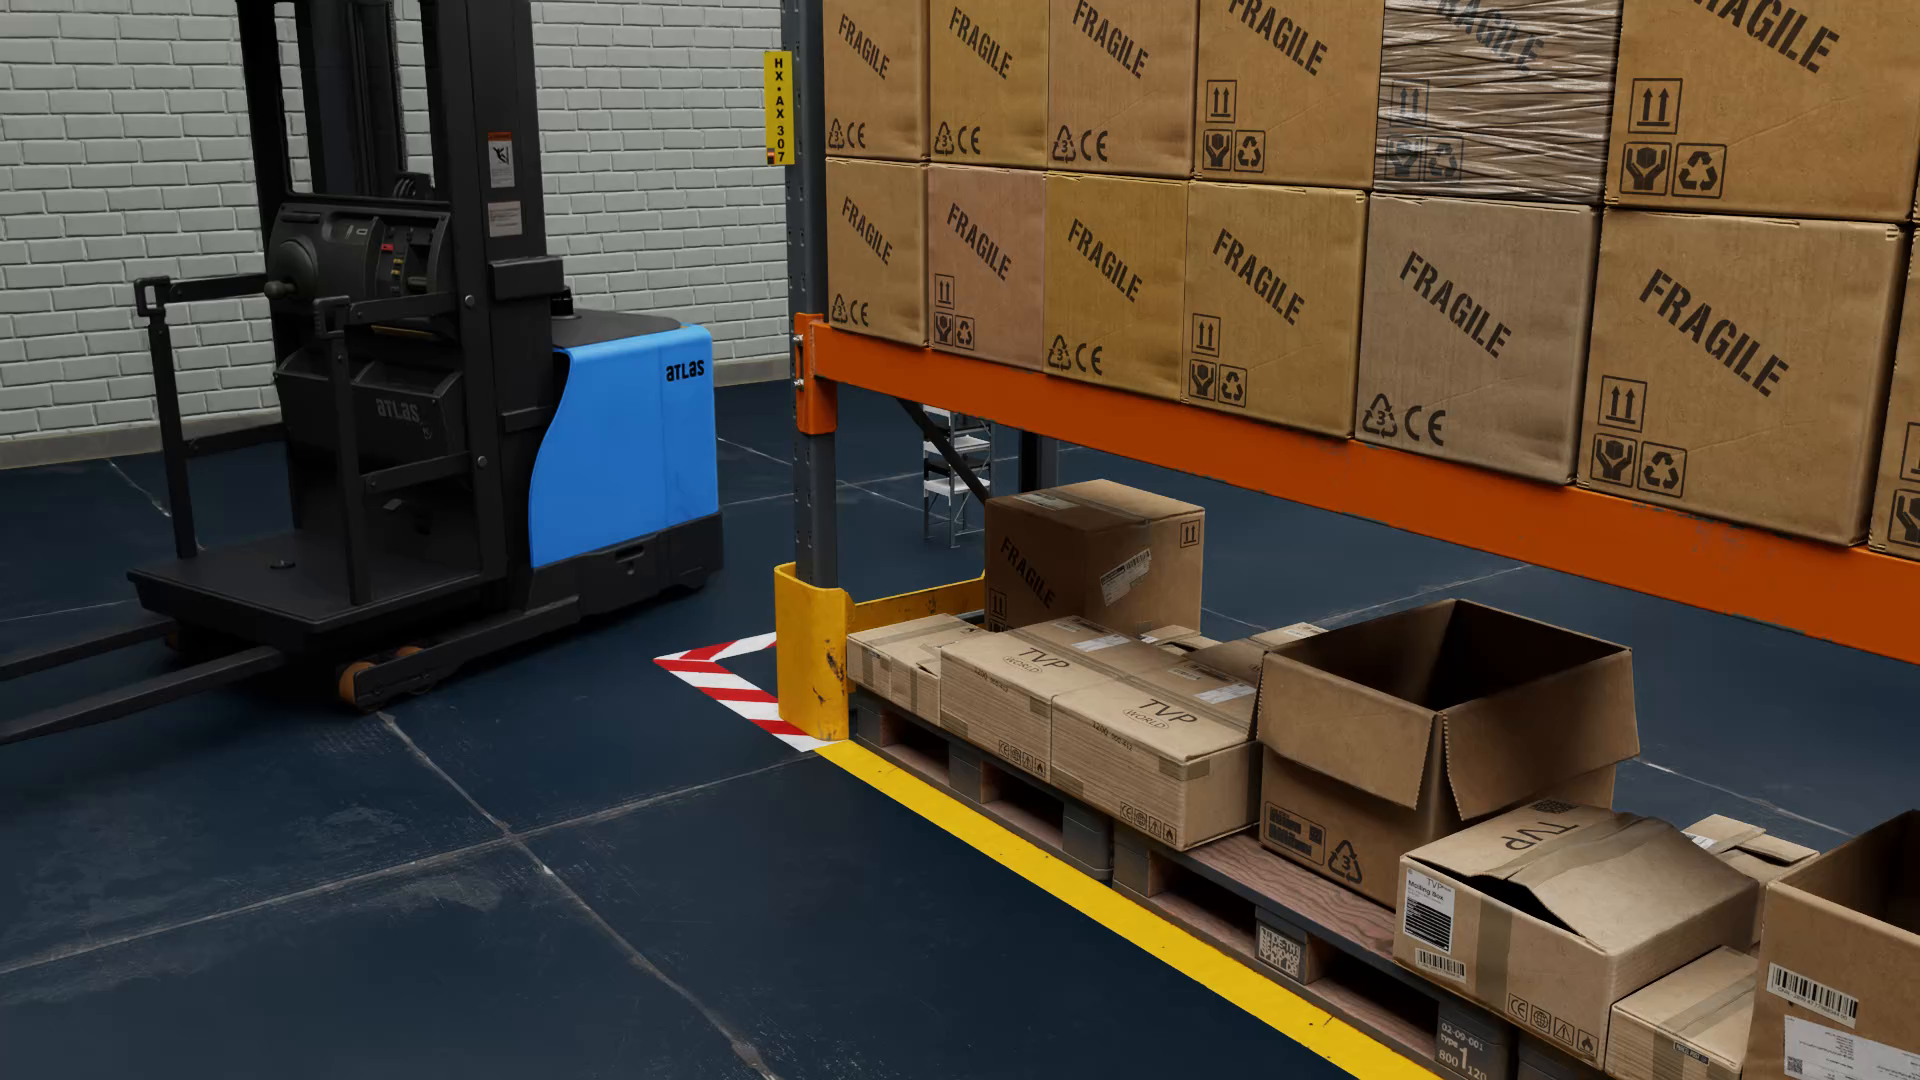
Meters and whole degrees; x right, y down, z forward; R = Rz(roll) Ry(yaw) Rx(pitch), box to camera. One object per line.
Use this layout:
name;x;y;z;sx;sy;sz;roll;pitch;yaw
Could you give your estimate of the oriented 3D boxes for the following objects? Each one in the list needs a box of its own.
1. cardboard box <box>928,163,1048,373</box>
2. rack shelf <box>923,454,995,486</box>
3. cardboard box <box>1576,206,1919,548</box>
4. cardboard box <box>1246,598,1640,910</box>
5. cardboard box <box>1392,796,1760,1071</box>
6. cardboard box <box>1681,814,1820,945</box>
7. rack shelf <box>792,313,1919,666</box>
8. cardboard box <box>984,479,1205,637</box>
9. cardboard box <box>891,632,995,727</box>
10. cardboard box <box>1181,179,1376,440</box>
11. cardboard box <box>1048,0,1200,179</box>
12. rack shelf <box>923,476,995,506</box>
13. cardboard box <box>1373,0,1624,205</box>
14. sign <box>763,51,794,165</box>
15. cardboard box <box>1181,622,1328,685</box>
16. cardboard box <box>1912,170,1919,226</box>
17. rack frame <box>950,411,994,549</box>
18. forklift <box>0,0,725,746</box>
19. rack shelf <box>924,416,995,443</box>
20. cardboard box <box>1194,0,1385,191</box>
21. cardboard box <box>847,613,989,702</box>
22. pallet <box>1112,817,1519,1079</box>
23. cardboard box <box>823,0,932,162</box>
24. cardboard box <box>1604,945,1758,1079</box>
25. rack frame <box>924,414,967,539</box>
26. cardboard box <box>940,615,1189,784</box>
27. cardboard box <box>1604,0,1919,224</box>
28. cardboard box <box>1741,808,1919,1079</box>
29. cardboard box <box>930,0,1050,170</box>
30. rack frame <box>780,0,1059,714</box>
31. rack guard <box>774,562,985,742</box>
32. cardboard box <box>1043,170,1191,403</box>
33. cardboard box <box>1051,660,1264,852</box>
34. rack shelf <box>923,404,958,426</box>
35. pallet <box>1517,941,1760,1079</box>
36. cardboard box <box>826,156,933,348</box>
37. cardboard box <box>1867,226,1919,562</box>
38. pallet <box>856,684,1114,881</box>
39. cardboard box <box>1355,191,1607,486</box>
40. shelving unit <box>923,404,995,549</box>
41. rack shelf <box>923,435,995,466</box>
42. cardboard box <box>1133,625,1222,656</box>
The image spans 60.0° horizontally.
cardboard box;0.261;-0.750;4.445;0.500;0.500;0.500;-11;19;-35
rack shelf;-0.005;-0.317;7.496;0.258;0.077;0.200;-11;19;-35
cardboard box;1.452;-0.318;2.865;0.500;0.500;0.500;-10;18;-33
cardboard box;1.149;0.499;3.967;0.797;0.503;0.637;-11;19;-35
cardboard box;1.252;0.754;3.398;0.500;0.311;0.500;-11;19;-35
cardboard box;1.669;0.755;3.668;0.380;0.166;0.250;-11;19;-35
rack shelf;1.082;-0.173;3.888;1.077;0.370;4.000;-11;19;-35
cardboard box;0.425;0.125;5.341;0.500;0.500;0.500;-11;19;-35
cardboard box;0.021;0.404;4.953;0.380;0.166;0.250;-11;19;-35
cardboard box;0.846;-0.535;3.661;0.500;0.500;0.500;-11;19;-34
cardboard box;0.557;-1.124;3.916;0.500;0.500;0.500;-11;19;-34
rack shelf;-0.005;-0.230;7.520;0.258;0.077;0.200;-11;19;-35
cardboard box;1.151;-0.908;3.127;0.500;0.500;0.500;-11;19;-34
sign;-0.533;-1.280;4.931;0.100;0.325;0.005;-11;19;-35
cardboard box;0.959;0.453;4.616;0.500;0.250;0.500;-11;19;-35
cardboard box;1.751;-0.691;2.335;0.500;0.500;0.500;-11;19;-34
rack frame;0.055;-0.414;7.384;0.240;0.900;0.006;-11;19;-35
forklift;-2.221;-0.987;5.632;1.130;2.935;3.031;10;18;33
rack shelf;-0.005;-0.490;7.449;0.258;0.077;0.200;-11;19;-35
cardboard box;0.856;-1.015;3.520;0.500;0.500;0.500;-11;19;-35
cardboard box;-0.126;0.359;5.150;0.380;0.149;0.250;-11;19;-35
pallet;1.133;0.845;4.090;1.003;0.211;1.213;-11;19;-35
cardboard box;-0.047;-1.342;4.713;0.500;0.500;0.500;-10;18;-33
cardboard box;1.424;0.922;3.093;0.380;0.149;0.250;-11;19;-35
rack frame;-0.065;-0.457;7.543;0.240;0.900;0.006;-11;19;-35
cardboard box;0.290;0.434;4.683;0.500;0.250;0.500;-11;19;-35
cardboard box;1.447;-0.800;2.733;0.500;0.500;0.500;-11;19;-36
cardboard box;1.693;0.823;2.788;0.500;0.500;0.500;-11;19;-35
cardboard box;0.267;-1.231;4.309;0.500;0.500;0.500;-11;19;-34
rack frame;-0.094;-0.947;5.353;1.000;3.000;0.127;-11;19;-35
rack guard;-0.050;0.275;5.624;1.175;0.500;0.348;-11;19;-35
cardboard box;0.554;-0.642;4.052;0.500;0.500;0.500;-11;19;-35
cardboard box;0.584;0.541;4.293;0.500;0.250;0.500;-11;19;-35
rack shelf;-0.005;-0.577;7.425;0.258;0.077;0.200;-11;19;-35
pallet;1.855;1.106;3.137;1.003;0.211;1.213;-11;19;-35
cardboard box;-0.047;-0.859;4.845;0.500;0.500;0.500;-10;18;-33
cardboard box;1.756;-0.208;2.464;0.500;0.500;0.500;-10;18;-34
pallet;0.420;0.585;5.041;1.003;0.211;1.213;-11;19;-35
cardboard box;1.148;-0.427;3.265;0.500;0.500;0.500;-10;18;-33
shelving unit;-0.005;-0.436;7.464;0.258;0.900;0.210;-11;19;-35
rack shelf;-0.005;-0.404;7.472;0.258;0.077;0.200;-11;19;-35
cardboard box;0.590;0.386;5.018;0.380;0.166;0.250;-11;19;-35
